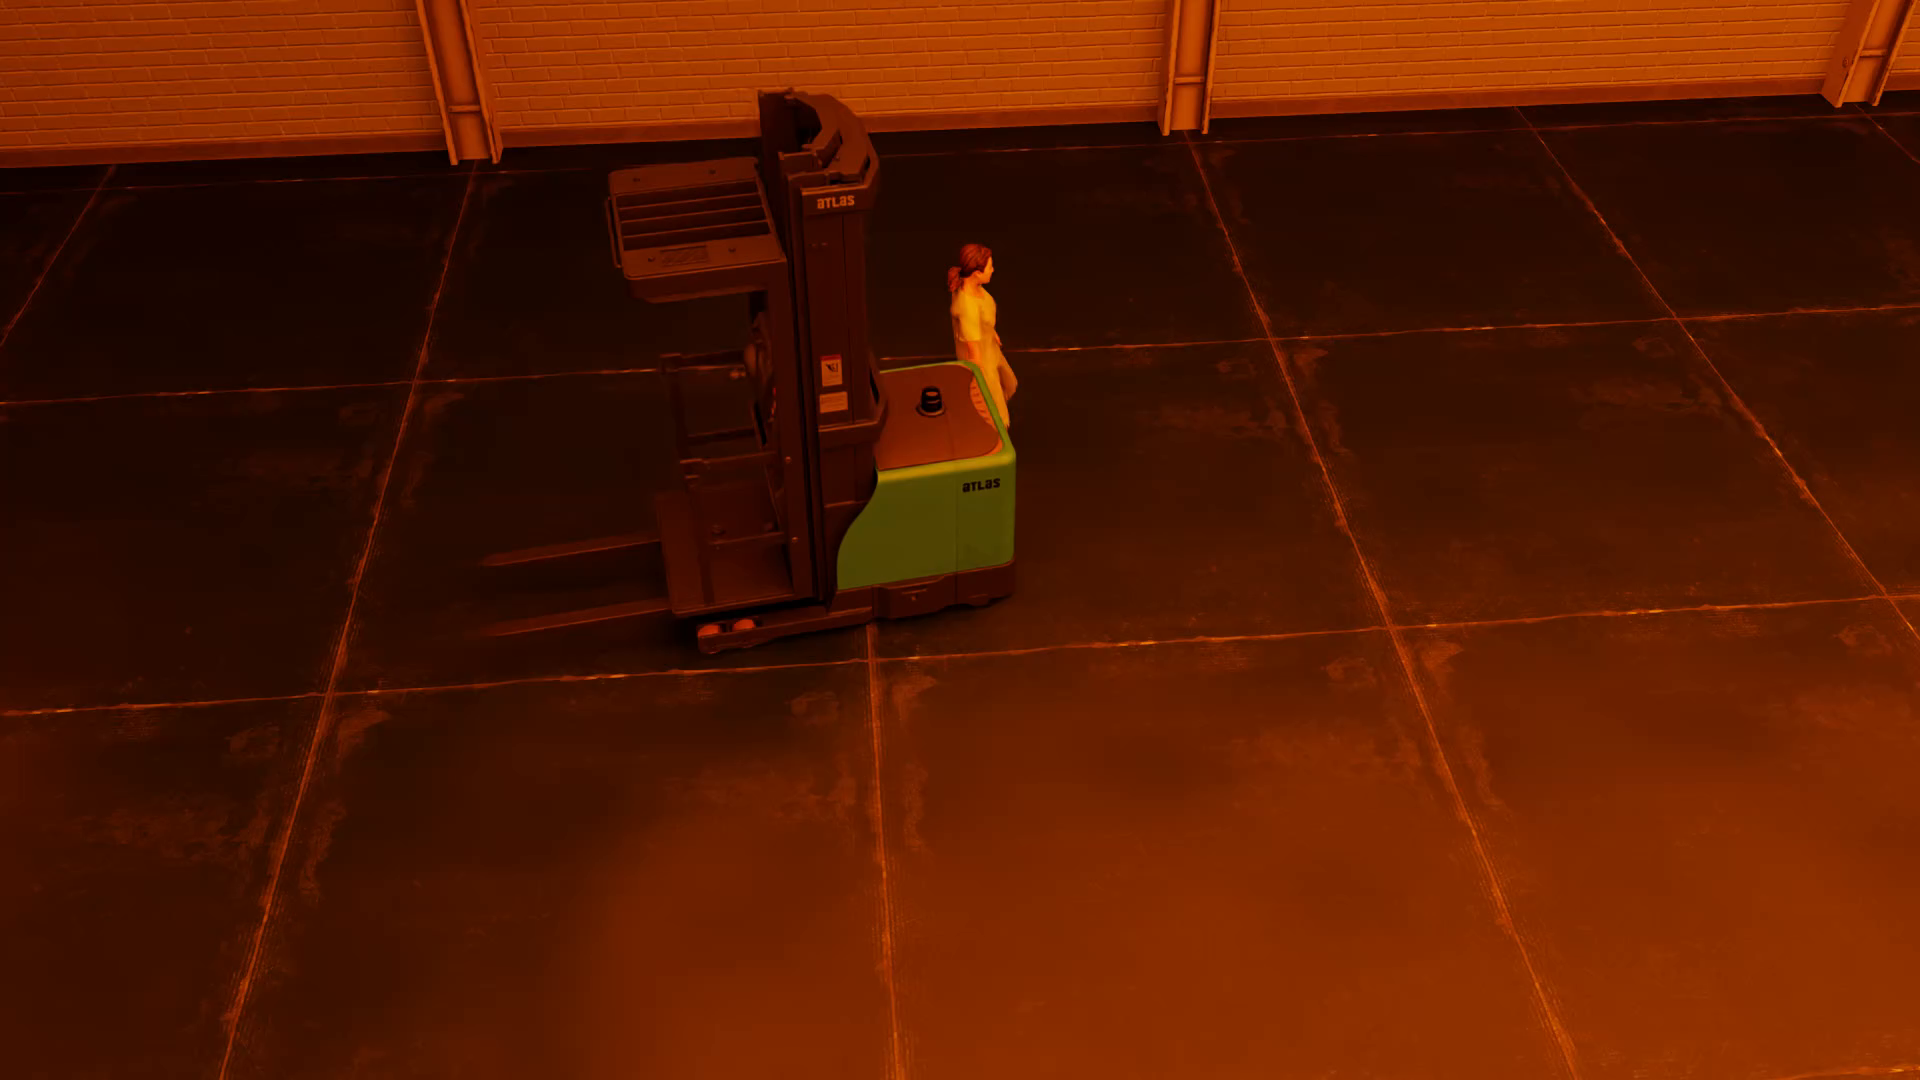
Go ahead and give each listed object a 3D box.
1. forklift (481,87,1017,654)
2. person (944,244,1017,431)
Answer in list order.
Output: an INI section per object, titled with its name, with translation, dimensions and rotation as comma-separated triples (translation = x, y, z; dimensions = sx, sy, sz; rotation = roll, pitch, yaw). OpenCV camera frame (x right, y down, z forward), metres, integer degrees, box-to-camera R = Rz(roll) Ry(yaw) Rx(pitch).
[forklift]
translation = -1.248, -0.848, 8.929
dimensions = 3.031, 2.935, 1.130
rotation = -9, 41, -10
[person]
translation = 0.121, -1.076, 10.270
dimensions = 0.441, 1.639, 0.730
rotation = 4, 41, 4
